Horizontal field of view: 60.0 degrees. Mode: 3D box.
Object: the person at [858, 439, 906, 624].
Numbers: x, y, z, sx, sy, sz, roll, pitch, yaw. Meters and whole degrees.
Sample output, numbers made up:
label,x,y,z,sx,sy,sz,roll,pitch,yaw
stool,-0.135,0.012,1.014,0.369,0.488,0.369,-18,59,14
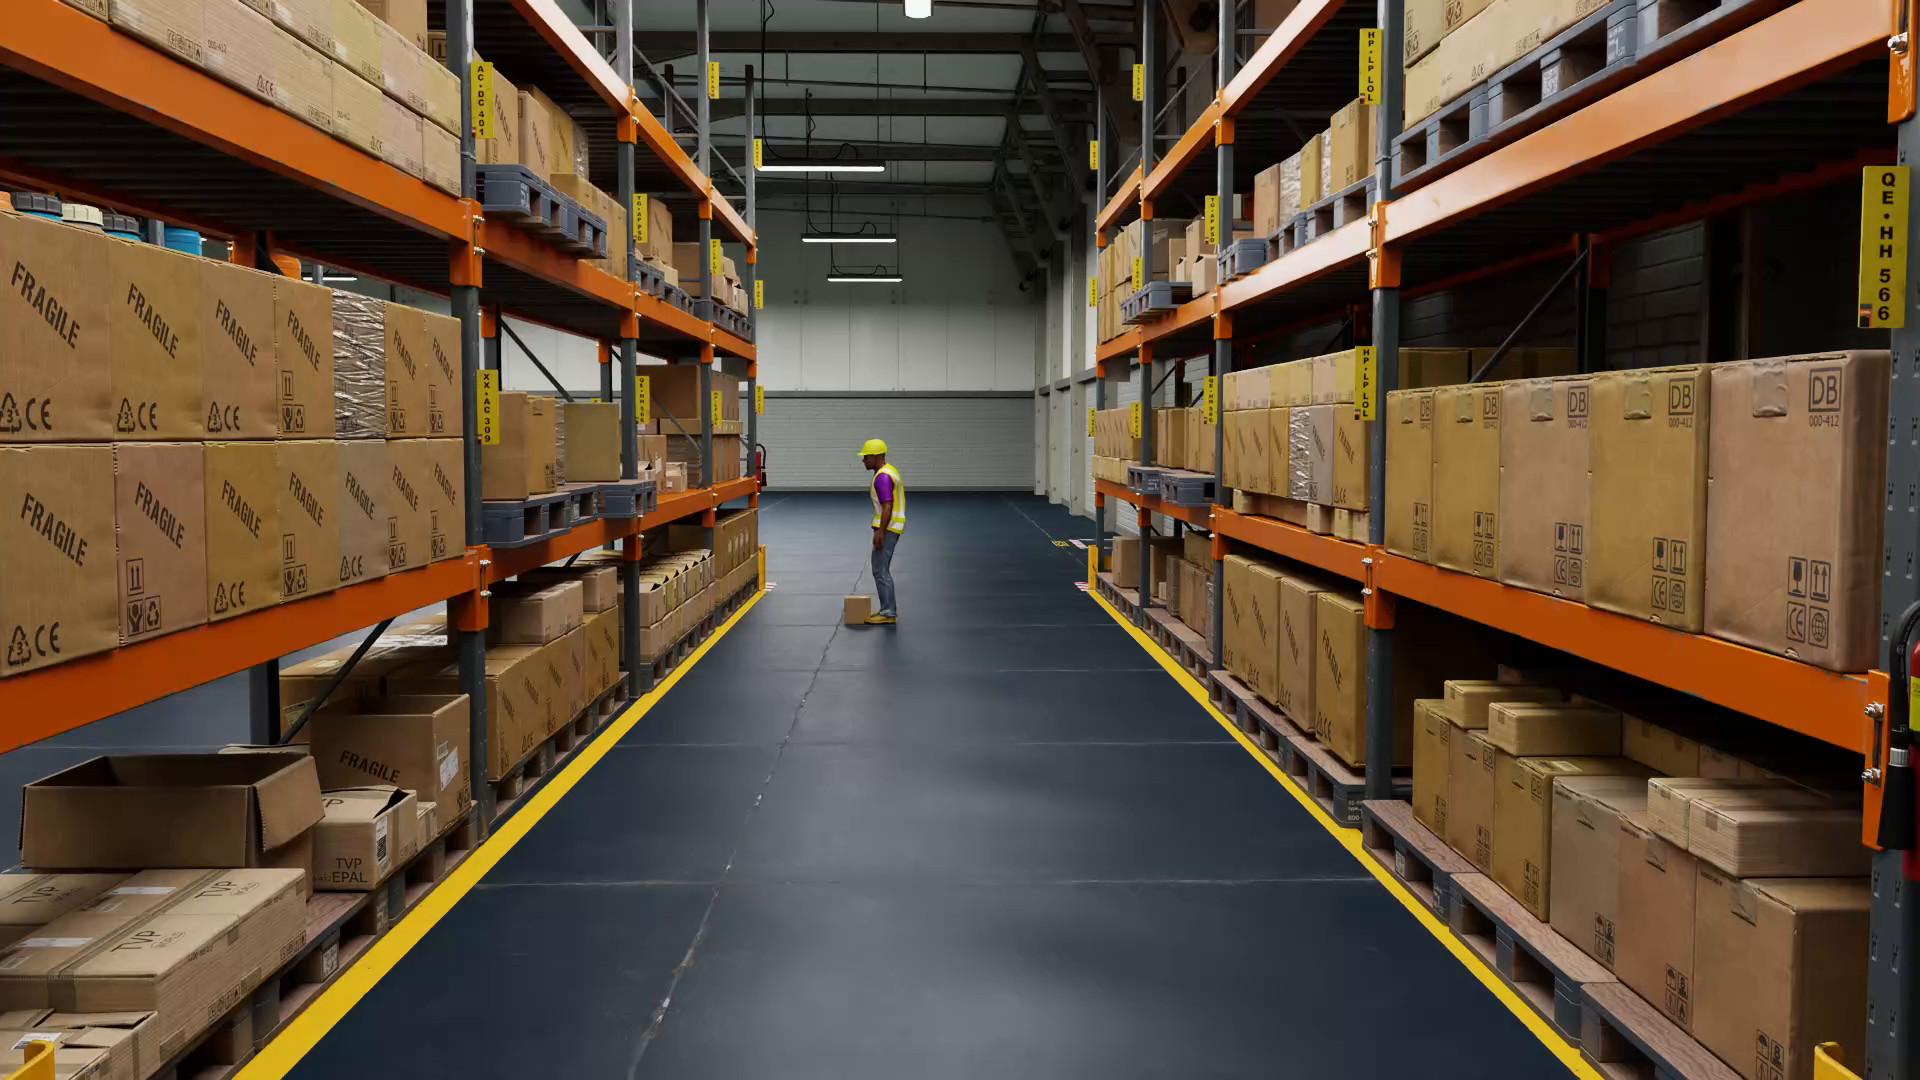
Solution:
label,x,y,z,sx,sy,sz,roll,pitch,yaw
person,-0.750,-0.086,15.921,0.461,1.760,0.626,0,4,-2
